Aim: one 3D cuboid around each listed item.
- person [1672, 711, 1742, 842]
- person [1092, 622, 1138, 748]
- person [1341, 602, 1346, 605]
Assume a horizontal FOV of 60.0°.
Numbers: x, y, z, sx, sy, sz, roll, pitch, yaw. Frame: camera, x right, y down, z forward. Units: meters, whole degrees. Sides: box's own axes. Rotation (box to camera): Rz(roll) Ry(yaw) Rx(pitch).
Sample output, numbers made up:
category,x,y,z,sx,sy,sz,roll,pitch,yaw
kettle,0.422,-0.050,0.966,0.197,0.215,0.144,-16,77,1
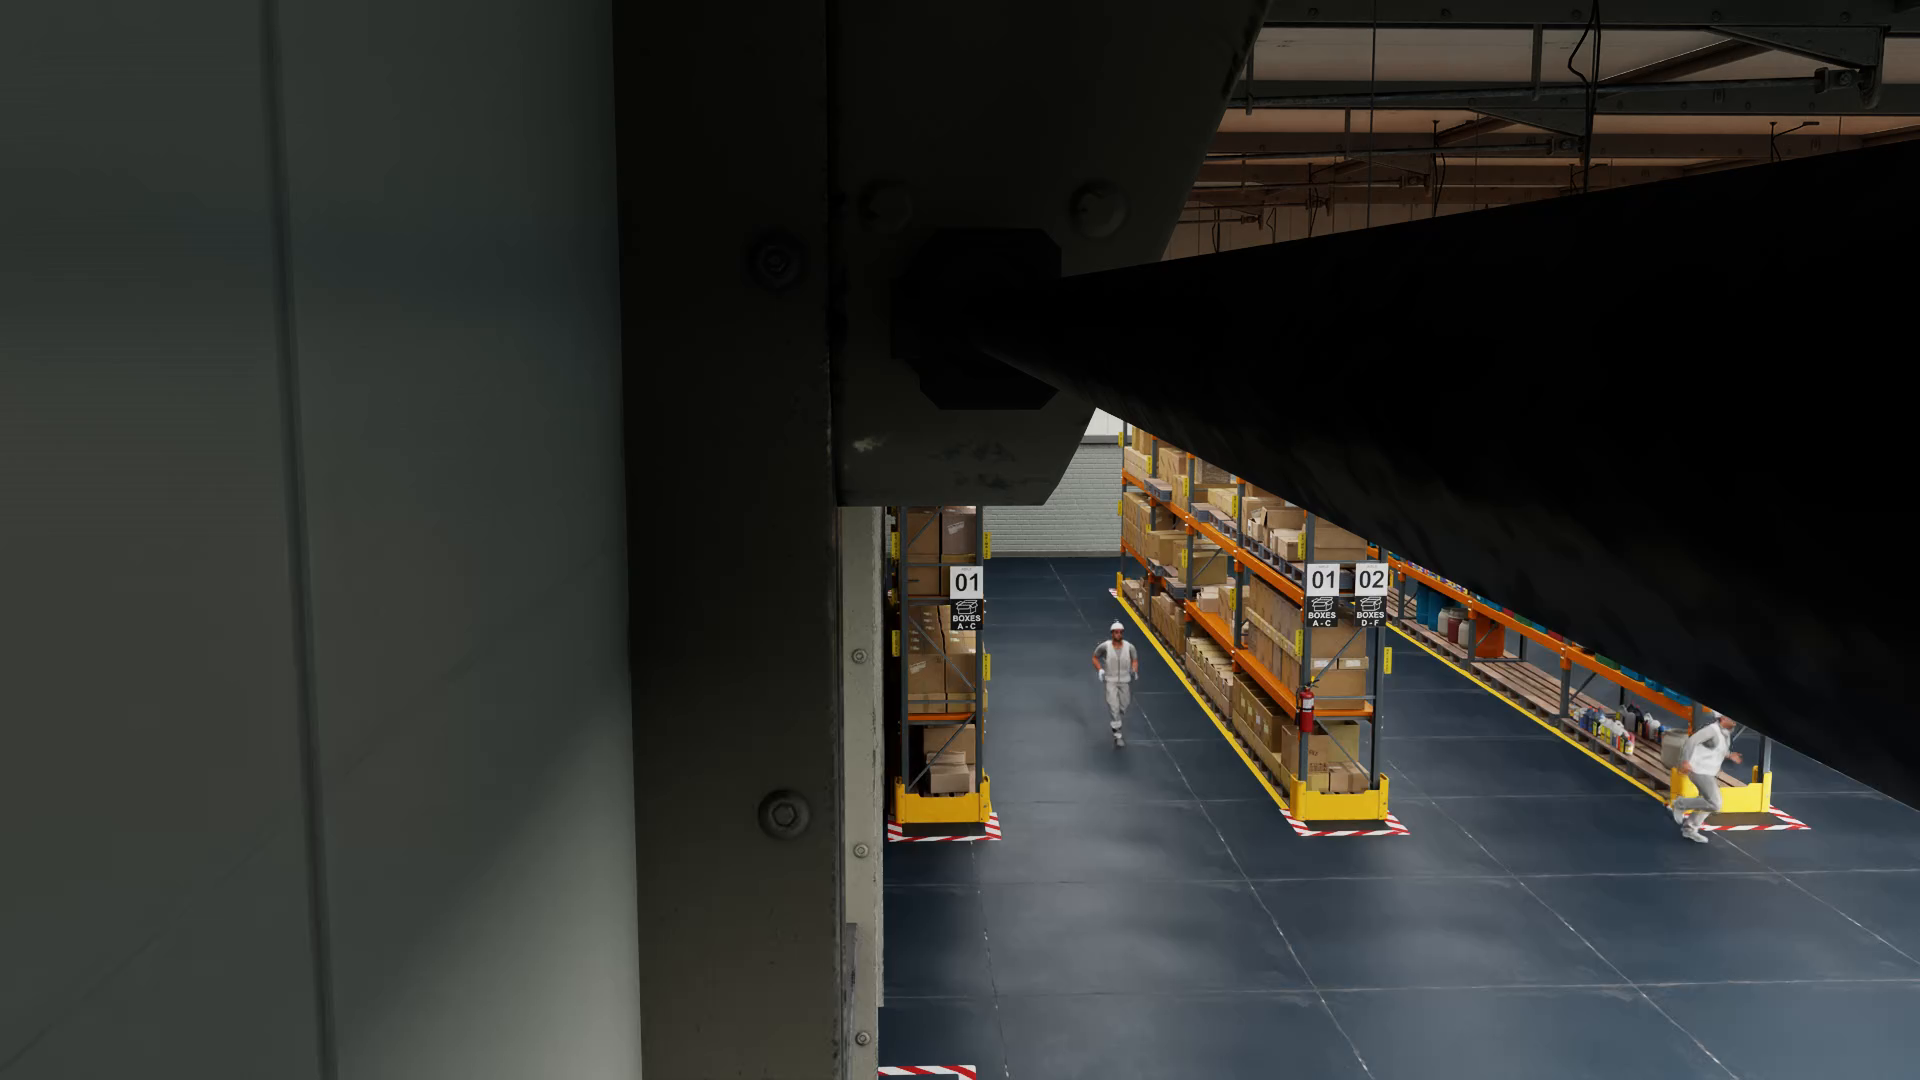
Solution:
category,x,y,z,sx,sy,sz,roll,pitch,yaw
person,8.864,2.747,19.718,0.728,1.702,0.648,6,10,36
person,2.268,2.071,24.249,0.655,1.774,0.845,-1,8,-7
person,7.565,0.912,32.975,0.576,1.672,0.680,0,8,-1
